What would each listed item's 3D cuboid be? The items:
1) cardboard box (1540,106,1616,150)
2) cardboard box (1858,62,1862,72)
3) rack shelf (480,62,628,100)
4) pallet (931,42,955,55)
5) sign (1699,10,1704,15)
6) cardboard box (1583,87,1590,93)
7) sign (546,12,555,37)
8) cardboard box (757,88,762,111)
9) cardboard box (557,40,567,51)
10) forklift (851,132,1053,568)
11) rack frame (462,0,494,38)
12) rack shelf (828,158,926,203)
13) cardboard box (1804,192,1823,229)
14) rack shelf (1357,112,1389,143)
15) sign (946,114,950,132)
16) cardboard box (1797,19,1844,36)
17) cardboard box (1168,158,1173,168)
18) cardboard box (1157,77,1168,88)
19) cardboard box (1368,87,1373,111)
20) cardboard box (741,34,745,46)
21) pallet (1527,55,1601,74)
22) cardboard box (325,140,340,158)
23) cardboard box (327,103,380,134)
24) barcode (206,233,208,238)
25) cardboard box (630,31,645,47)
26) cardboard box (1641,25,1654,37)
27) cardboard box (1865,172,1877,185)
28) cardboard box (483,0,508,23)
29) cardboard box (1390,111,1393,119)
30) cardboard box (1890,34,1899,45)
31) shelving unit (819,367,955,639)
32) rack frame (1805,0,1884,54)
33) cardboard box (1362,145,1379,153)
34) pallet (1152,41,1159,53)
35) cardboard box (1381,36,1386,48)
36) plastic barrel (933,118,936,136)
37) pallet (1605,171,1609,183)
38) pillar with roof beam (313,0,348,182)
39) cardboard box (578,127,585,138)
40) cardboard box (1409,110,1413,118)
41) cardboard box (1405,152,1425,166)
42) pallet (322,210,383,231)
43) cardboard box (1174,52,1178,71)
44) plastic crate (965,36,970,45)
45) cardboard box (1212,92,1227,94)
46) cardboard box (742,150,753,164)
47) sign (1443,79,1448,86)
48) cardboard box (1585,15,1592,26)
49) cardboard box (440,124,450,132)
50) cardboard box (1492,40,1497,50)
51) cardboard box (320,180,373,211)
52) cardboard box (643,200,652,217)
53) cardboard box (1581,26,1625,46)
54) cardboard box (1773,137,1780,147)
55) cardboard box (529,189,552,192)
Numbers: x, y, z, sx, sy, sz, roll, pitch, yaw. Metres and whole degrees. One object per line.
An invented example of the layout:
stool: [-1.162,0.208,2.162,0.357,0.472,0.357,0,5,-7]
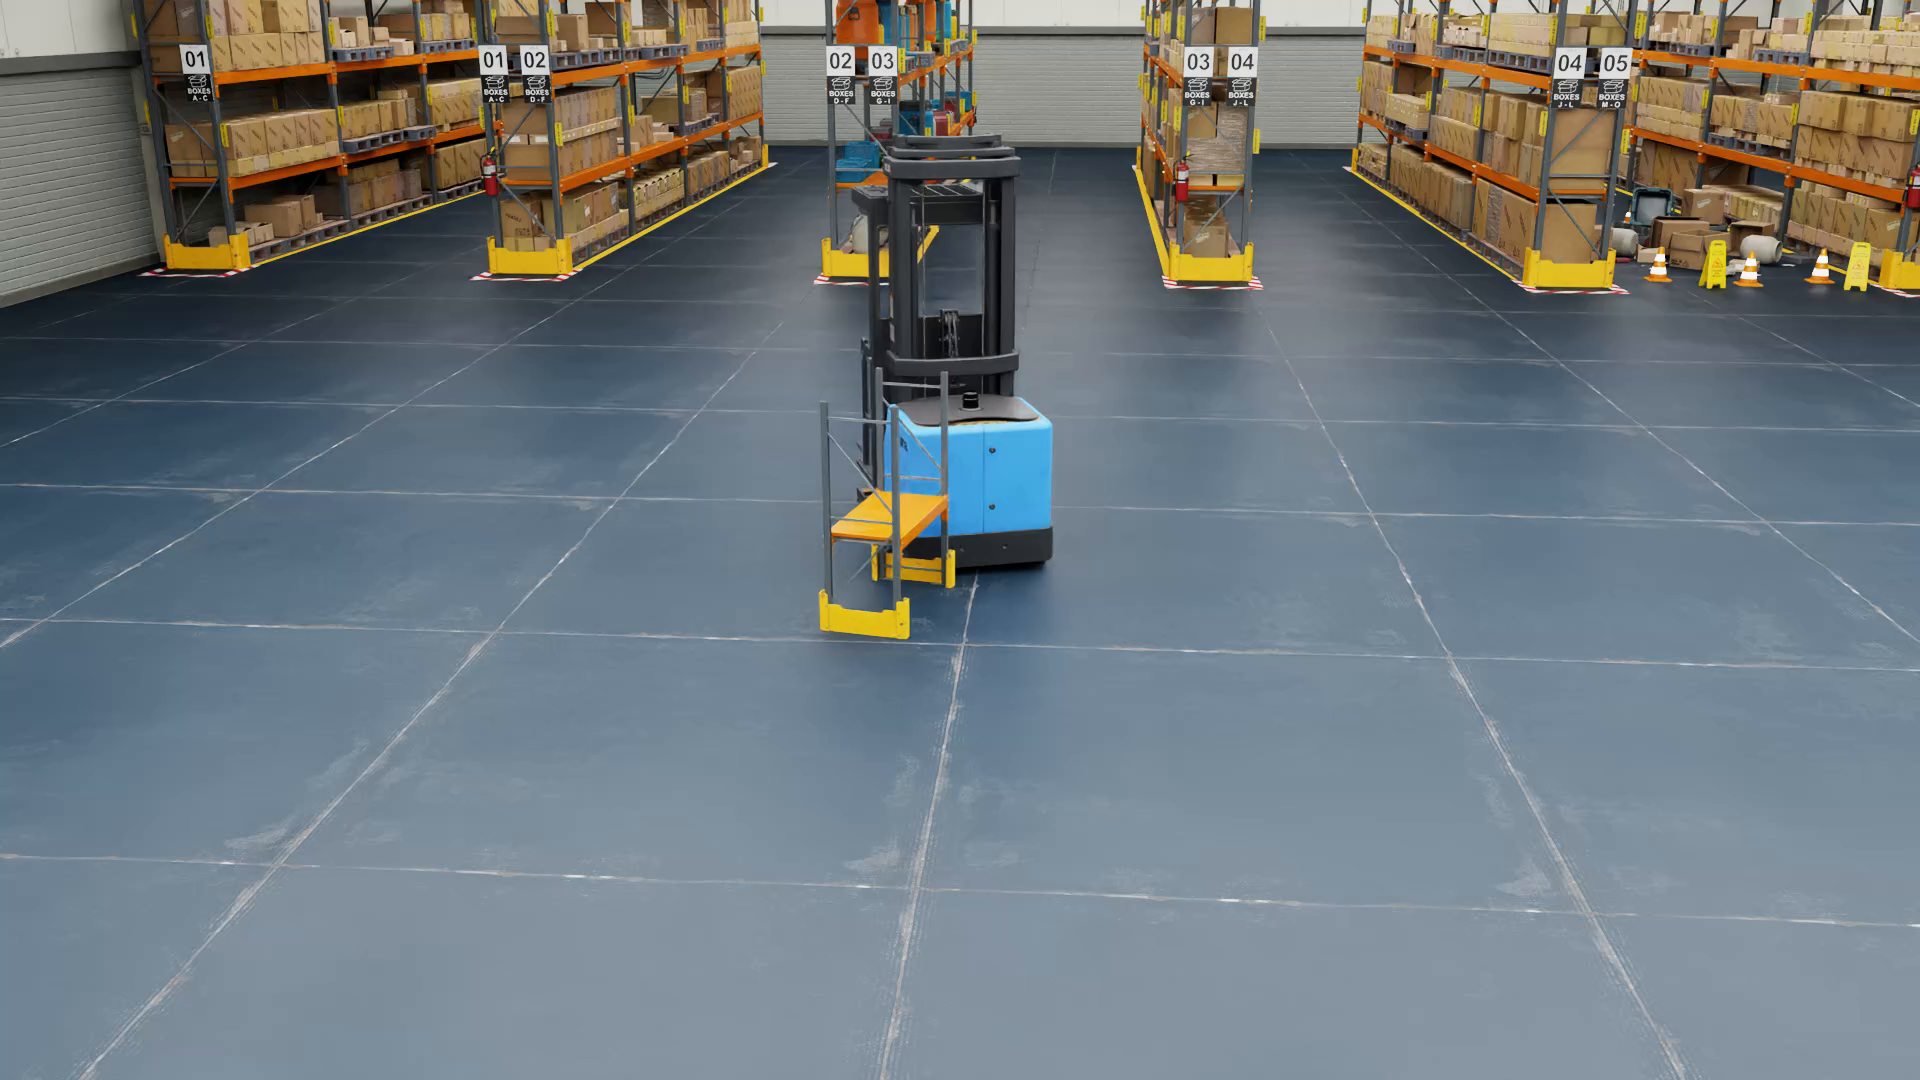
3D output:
cardboard box: [8.585,-5.710,23.058,0.875,0.550,0.550,1,18,4]
cardboard box: [13.373,-6.910,24.279,0.380,0.149,0.250,1,18,4]
rack shelf: [-6.157,-7.081,25.553,1.077,0.370,4.000,1,18,4]
pallet: [-0.634,-9.320,31.535,1.003,0.211,1.213,1,18,4]
sign: [14.867,-10.471,33.408,0.100,0.325,0.005,1,18,4]
cardboard box: [14.293,-10.282,37.217,0.500,0.500,0.500,1,18,3]
sign: [-5.747,-7.240,23.353,0.100,0.325,0.005,1,18,4]
cardboard box: [-4.914,-10.247,38.719,0.500,0.500,0.500,2,18,6]
cardboard box: [-6.040,-7.309,24.600,0.380,0.149,0.250,1,18,4]
forklift: [-0.194,-1.602,12.604,1.130,2.935,3.031,-4,19,-13]
rack frame: [-10.381,-12.063,34.786,1.000,3.000,0.127,1,18,4]
rack shelf: [-1.217,-5.543,25.679,1.077,0.370,4.000,1,18,4]
cardboard box: [13.413,-5.080,25.647,0.500,0.500,0.500,2,18,6]
rack shelf: [9.524,-9.018,36.282,1.077,0.370,4.000,1,18,4]
sign: [-0.237,-7.816,31.198,0.100,0.325,0.005,1,18,4]
cardboard box: [13.666,-8.149,26.421,0.500,0.250,0.500,2,18,5]
cardboard box: [3.463,-5.906,26.034,0.380,0.149,0.250,1,18,4]
cardboard box: [4.342,-8.993,33.280,0.797,0.503,0.637,1,18,5]
cardboard box: [9.299,-9.718,36.624,0.500,0.500,0.500,2,18,5]
cardboard box: [-5.049,-11.068,36.808,0.500,0.250,0.500,1,18,4]
pallet: [8.563,-6.625,23.151,1.003,0.211,1.213,1,18,4]
cardboard box: [-10.687,-6.512,27.688,0.500,0.250,0.500,1,18,4]
cardboard box: [-10.821,-7.520,29.689,0.700,0.500,0.500,4,19,11]
barcode: [-11.500,-4.648,25.389,0.001,0.075,0.075,1,18,4]
cardboard box: [-5.816,-8.764,29.102,0.500,0.250,0.500,0,18,-1]
cardboard box: [14.051,-10.473,34.133,0.396,0.266,0.258,2,18,6]
cardboard box: [13.214,-5.175,23.802,0.380,0.149,0.250,2,18,5]
cardboard box: [-10.051,-11.385,35.735,0.500,0.500,0.500,1,18,3]
cardboard box: [8.857,-8.543,33.406,0.380,0.149,0.250,1,18,4]
cardboard box: [13.345,-7.041,23.400,0.380,0.149,0.250,1,18,4]
shelving unit: [-0.466,-0.270,10.838,0.587,1.500,1.083,5,19,16]
rack frame: [13.751,-9.026,25.516,1.000,3.000,0.127,1,18,4]
cardboard box: [9.245,-8.789,37.378,0.380,0.149,0.250,1,18,4]
pallet: [4.224,-9.522,32.153,1.003,0.211,1.213,2,18,6]
cardboard box: [9.229,-10.564,35.268,0.500,0.250,0.500,1,18,3]
plastic barrel: [-0.647,-7.478,30.247,0.421,0.512,0.421,0,18,0]
pallet: [14.542,-7.949,36.342,1.003,0.211,1.213,1,18,4]
pillar with roof beam: [-7.330,-10.340,29.528,9.100,9.000,0.400,1,18,4]
cardboard box: [-5.967,-6.249,25.474,0.380,0.149,0.250,1,18,3]
cardboard box: [8.708,-8.046,31.412,0.380,0.149,0.250,2,18,5]
cardboard box: [8.959,-7.397,32.316,0.500,0.250,0.500,2,18,5]
pallet: [-10.901,-5.644,29.310,1.003,0.211,1.213,1,18,4]
cardboard box: [3.470,-7.134,24.800,0.500,0.250,0.500,1,18,3]
plastic crate: [0.001,-11.245,37.448,0.450,0.188,0.336,1,18,4]
cardboard box: [4.038,-6.603,25.514,0.500,0.500,0.500,1,18,4]
cardboard box: [-5.045,-8.779,38.107,0.500,0.250,0.500,1,18,4]
sign: [9.934,-9.277,34.059,0.100,0.325,0.005,1,18,4]
cardboard box: [8.898,-7.197,23.042,0.380,0.149,0.250,1,18,3]
cardboard box: [-10.283,-8.116,32.745,0.380,0.149,0.250,2,18,6]
cardboard box: [8.425,-7.621,25.615,0.380,0.149,0.250,1,18,4]
cardboard box: [-10.932,-6.139,29.650,0.700,0.500,0.500,1,18,3]
cardboard box: [-5.700,-5.790,29.016,0.500,0.250,0.500,2,18,5]
cardboard box: [8.811,-6.898,22.769,0.500,0.250,0.500,1,18,4]
cardboard box: [13.549,-6.502,27.179,0.380,0.149,0.250,1,18,2]
cardboard box: [-6.465,-5.265,26.209,0.500,0.500,0.500,1,18,4]
